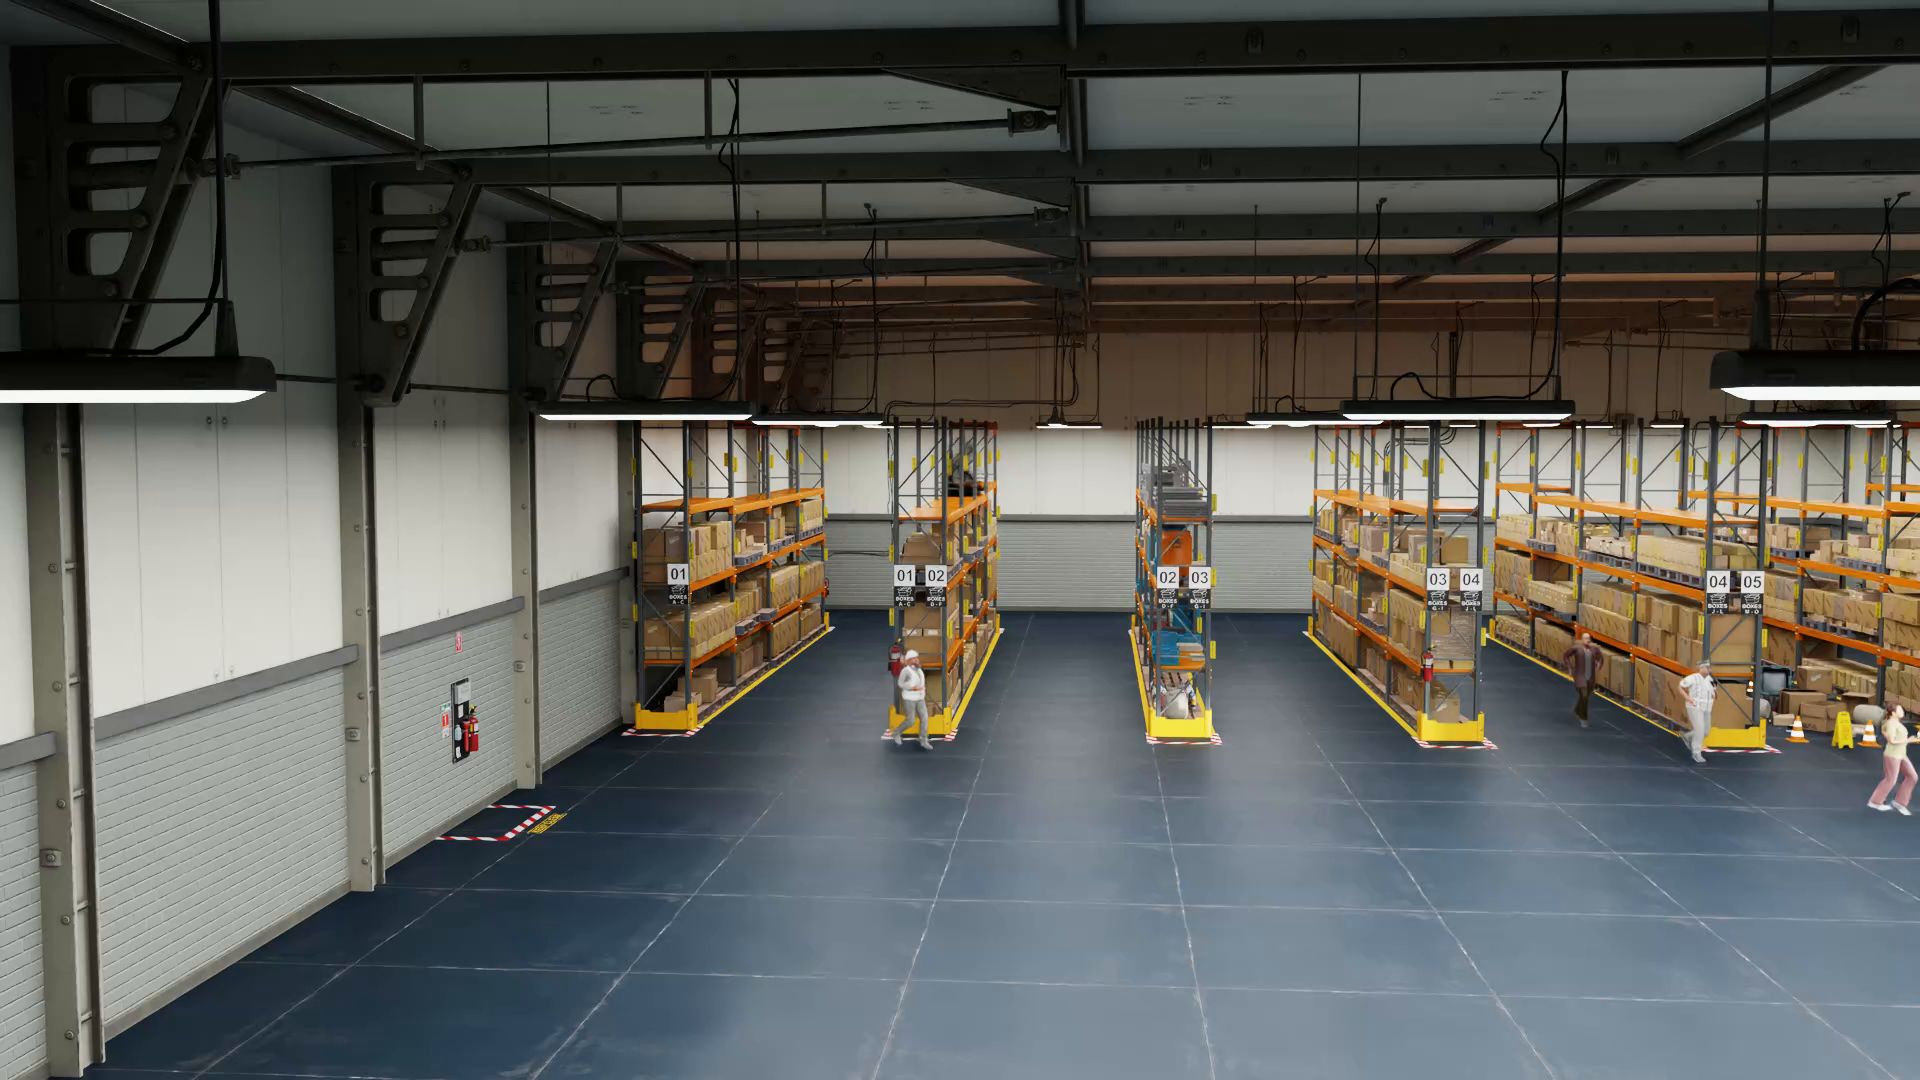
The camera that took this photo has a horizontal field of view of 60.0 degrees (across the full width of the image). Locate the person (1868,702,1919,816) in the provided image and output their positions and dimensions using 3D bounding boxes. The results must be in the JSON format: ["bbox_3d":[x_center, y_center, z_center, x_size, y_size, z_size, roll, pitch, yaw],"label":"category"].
[{"bbox_3d":[13.949,3.268,24.812,0.670,1.705,0.558,3,5,42],"label":"person"}]

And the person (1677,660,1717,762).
[{"bbox_3d":[13.019,2.969,29.228,0.689,1.757,0.866,-1,4,-20],"label":"person"}]

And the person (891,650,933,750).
[{"bbox_3d":[-0.859,2.872,30.008,0.859,1.785,0.682,3,5,35],"label":"person"}]

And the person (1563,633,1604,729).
[{"bbox_3d":[12.175,2.725,32.420,0.688,1.839,0.873,0,4,-6],"label":"person"}]
